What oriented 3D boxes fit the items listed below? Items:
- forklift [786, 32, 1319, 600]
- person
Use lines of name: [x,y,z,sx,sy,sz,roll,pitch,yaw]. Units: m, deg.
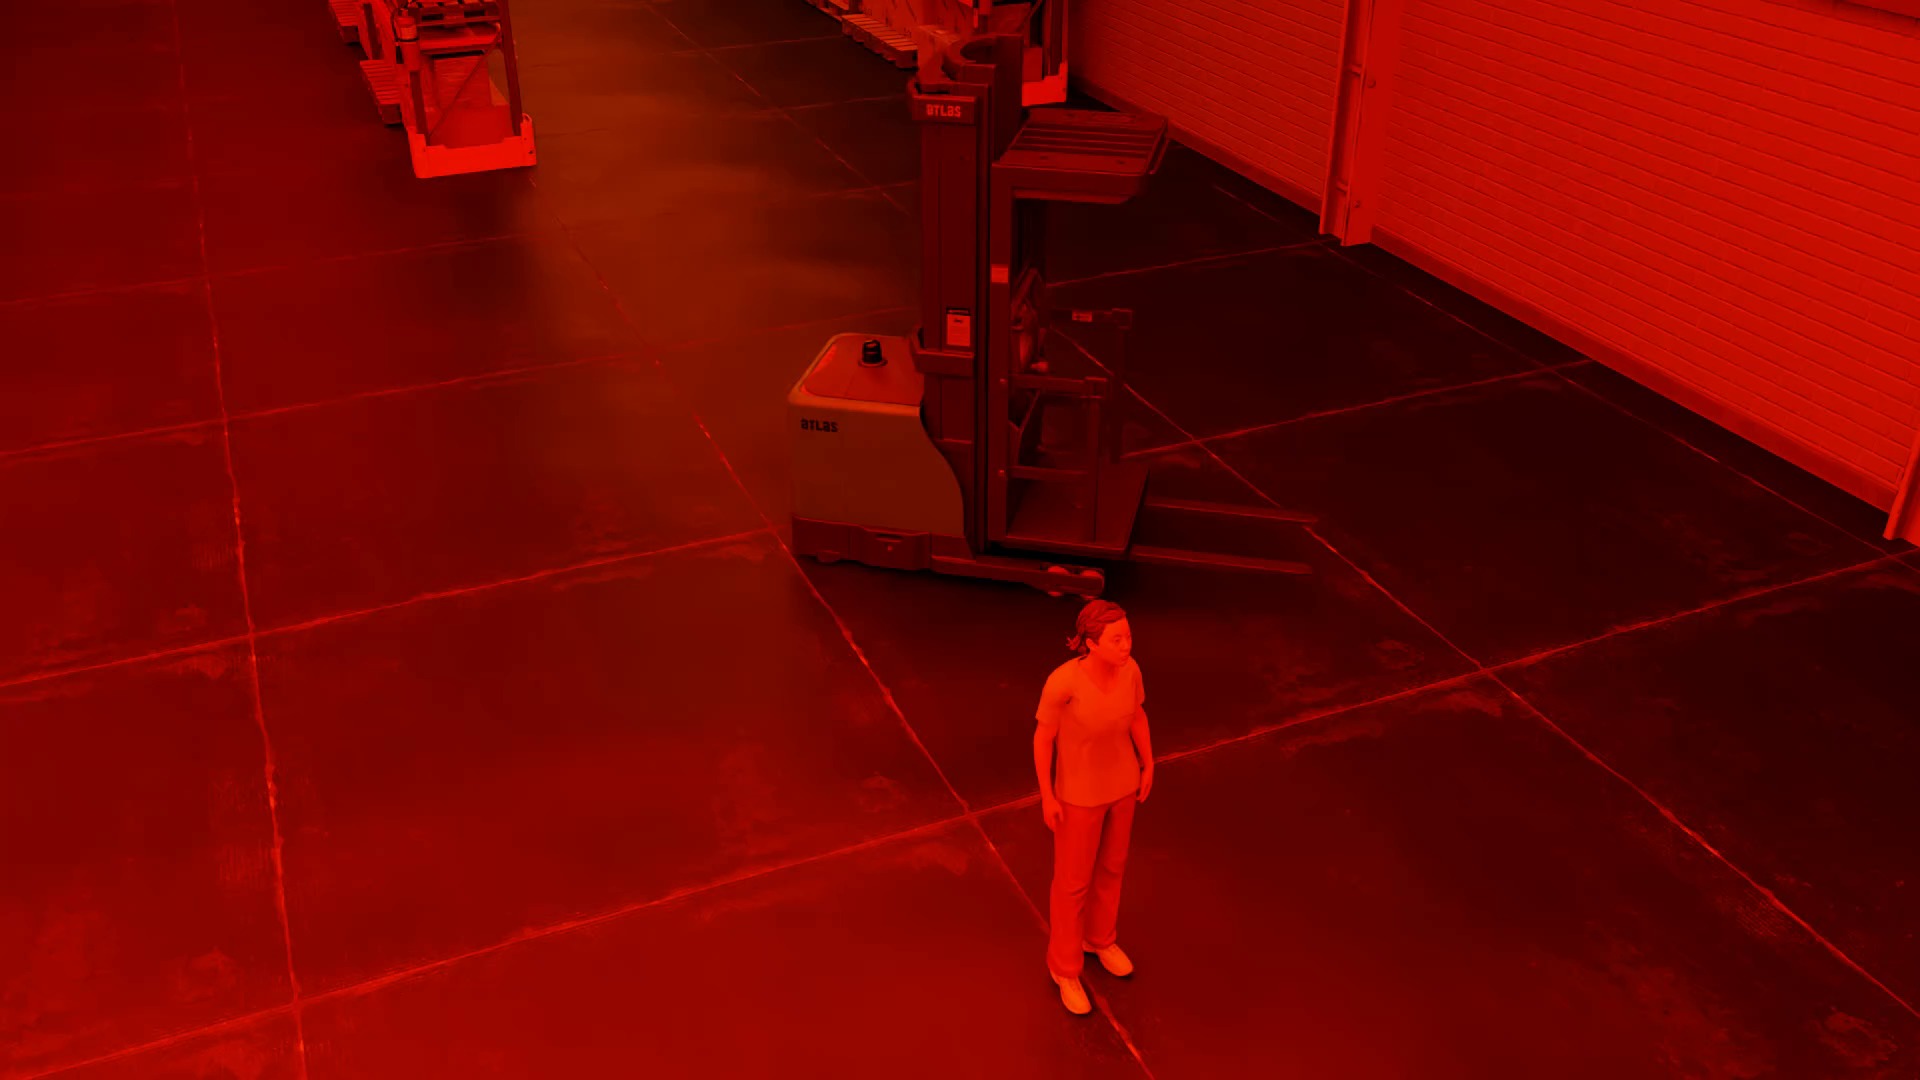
forklift: [0.577,-1.221,9.255,3.031,2.935,1.130,6,30,11]
person: [0.575,1.027,6.579,0.547,1.677,0.543,-16,33,-26]
